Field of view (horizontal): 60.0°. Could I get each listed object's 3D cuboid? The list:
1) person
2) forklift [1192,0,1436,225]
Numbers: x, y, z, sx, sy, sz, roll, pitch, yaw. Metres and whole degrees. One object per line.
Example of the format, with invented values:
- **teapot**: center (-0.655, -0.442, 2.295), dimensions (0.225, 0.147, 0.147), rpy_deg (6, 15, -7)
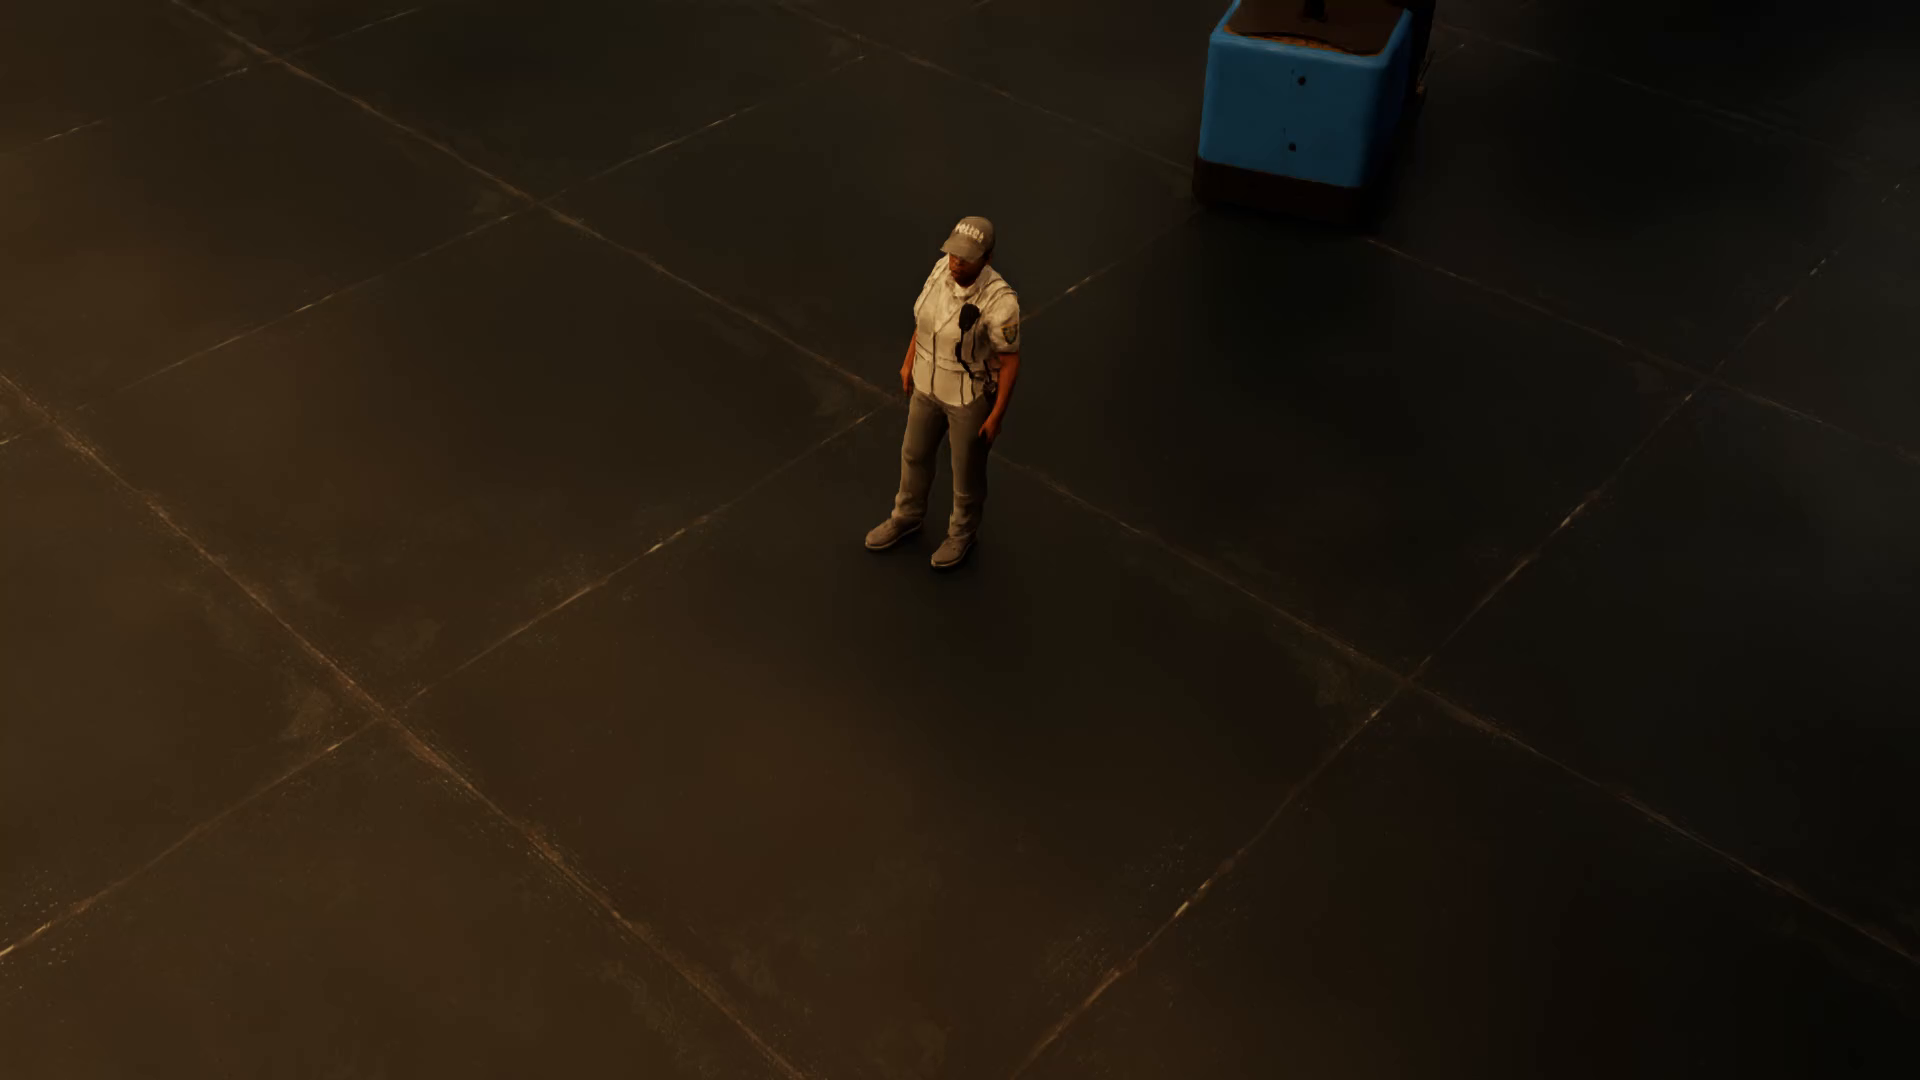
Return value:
- **person**: center (-0.069, -0.611, 7.101), dimensions (0.598, 1.669, 0.529), rpy_deg (31, 49, 31)
- **forklift**: center (2.430, -3.914, 9.991), dimensions (1.130, 2.935, 3.031), rpy_deg (15, 43, 17)
